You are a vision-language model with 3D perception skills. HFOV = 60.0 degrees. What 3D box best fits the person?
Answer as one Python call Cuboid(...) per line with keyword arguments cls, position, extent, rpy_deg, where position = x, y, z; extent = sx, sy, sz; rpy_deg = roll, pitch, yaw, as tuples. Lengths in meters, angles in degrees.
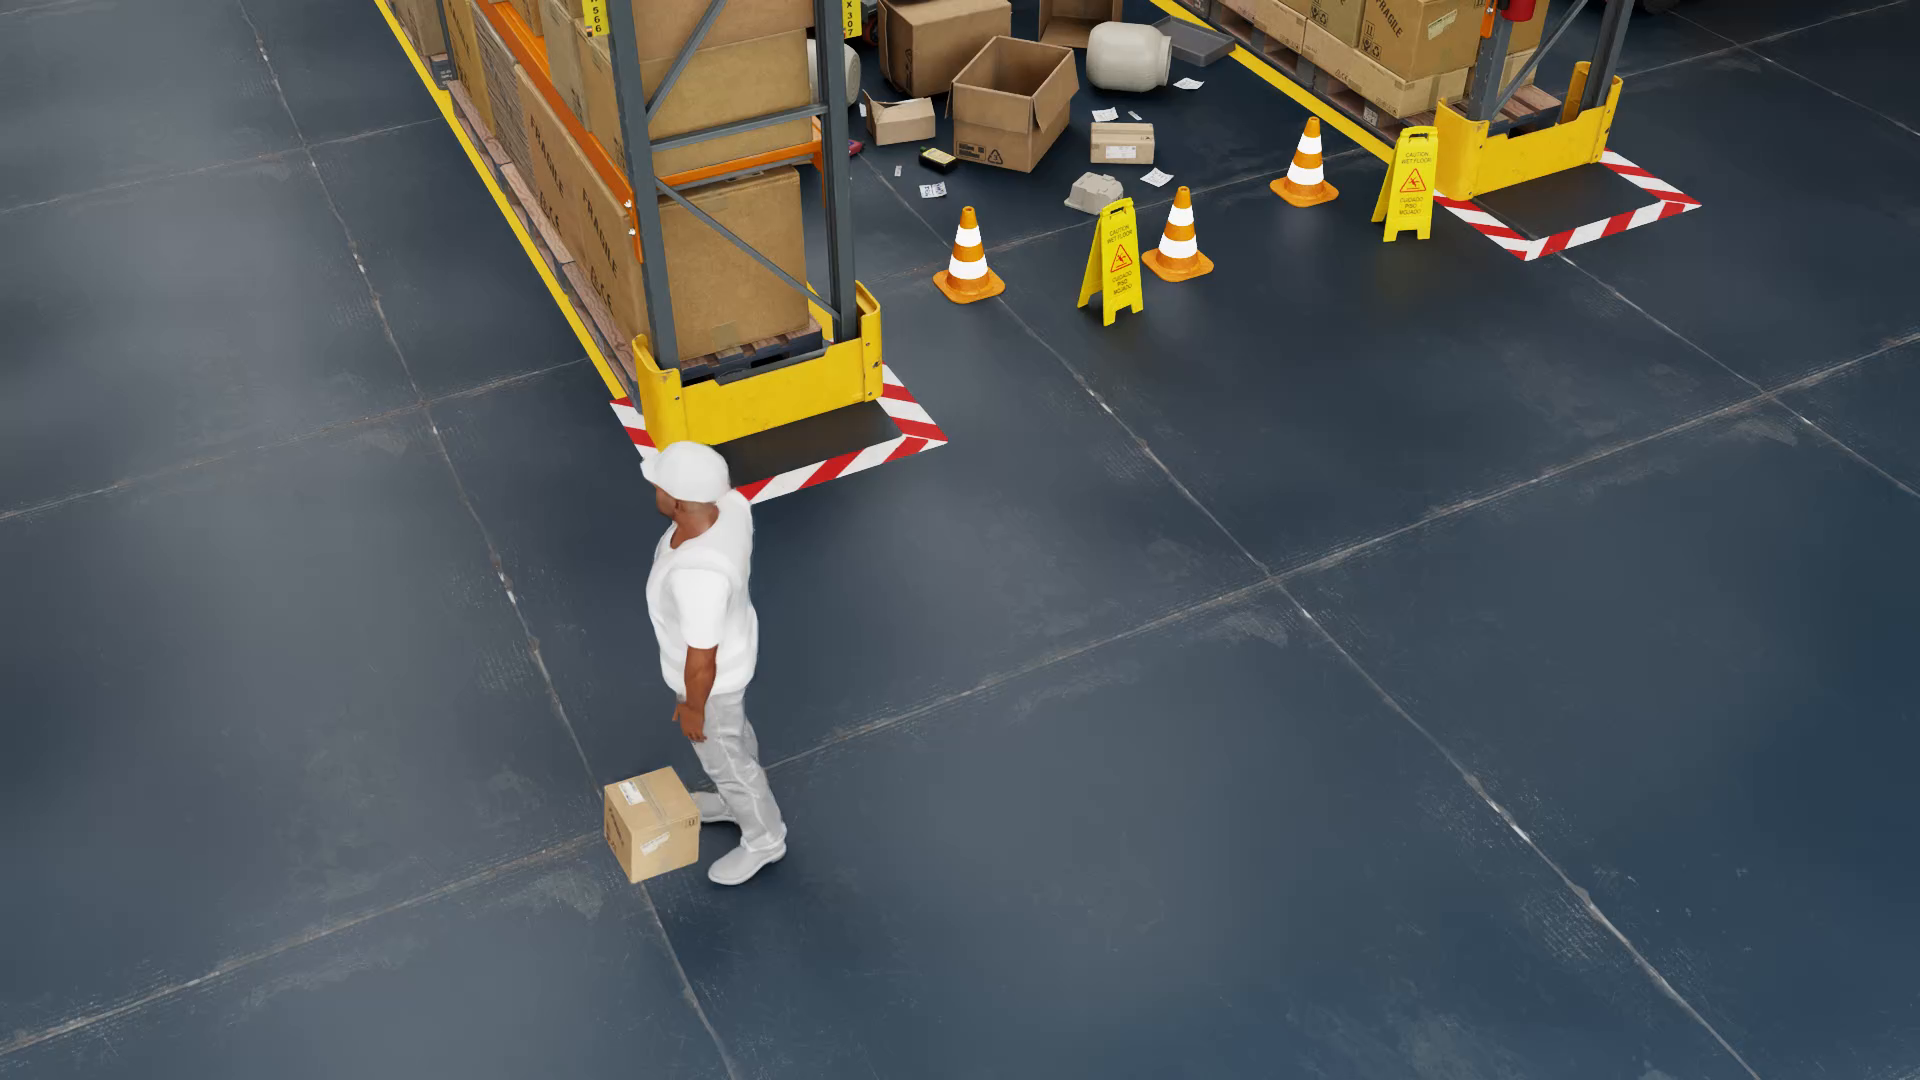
Cuboid(cls="person", position=(-0.848, 0.407, 5.663), extent=(0.430, 1.776, 0.580), rpy_deg=(0, 41, 0))
